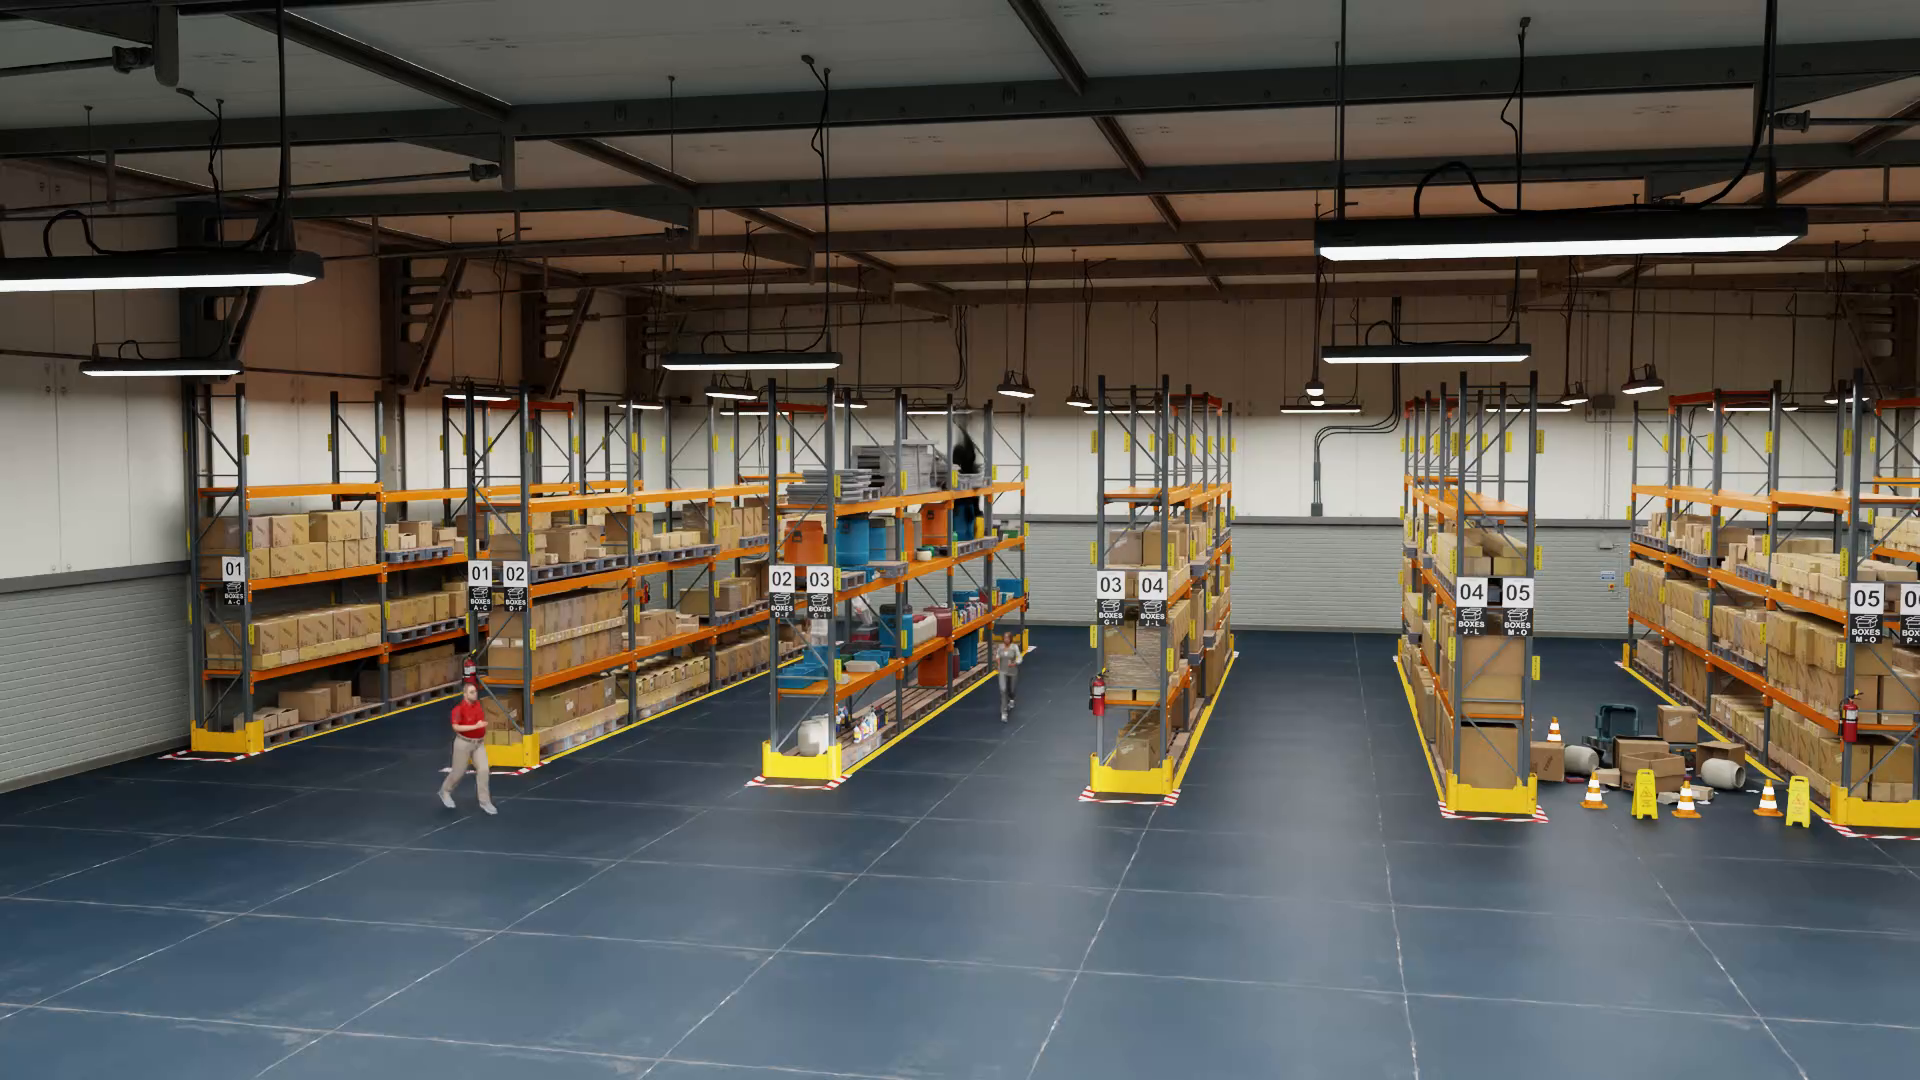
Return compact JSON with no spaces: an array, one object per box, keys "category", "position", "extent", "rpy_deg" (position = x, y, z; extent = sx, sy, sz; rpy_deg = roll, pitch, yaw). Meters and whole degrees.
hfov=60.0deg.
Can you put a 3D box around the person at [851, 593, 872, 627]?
[{"category":"person","position":[-2.474,1.750,42.084],"extent":[0.509,1.710,0.700],"rpy_deg":[2,4,37]}]

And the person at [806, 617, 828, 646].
[{"category":"person","position":[-3.056,2.066,36.286],"extent":[0.682,1.748,0.699],"rpy_deg":[1,3,11]}]

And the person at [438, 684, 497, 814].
[{"category":"person","position":[-6.704,2.823,22.633],"extent":[0.959,1.744,0.649],"rpy_deg":[2,4,31]}]

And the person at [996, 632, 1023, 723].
[{"category":"person","position":[0.902,2.478,30.460],"extent":[0.497,1.620,1.005],"rpy_deg":[0,3,4]}]
